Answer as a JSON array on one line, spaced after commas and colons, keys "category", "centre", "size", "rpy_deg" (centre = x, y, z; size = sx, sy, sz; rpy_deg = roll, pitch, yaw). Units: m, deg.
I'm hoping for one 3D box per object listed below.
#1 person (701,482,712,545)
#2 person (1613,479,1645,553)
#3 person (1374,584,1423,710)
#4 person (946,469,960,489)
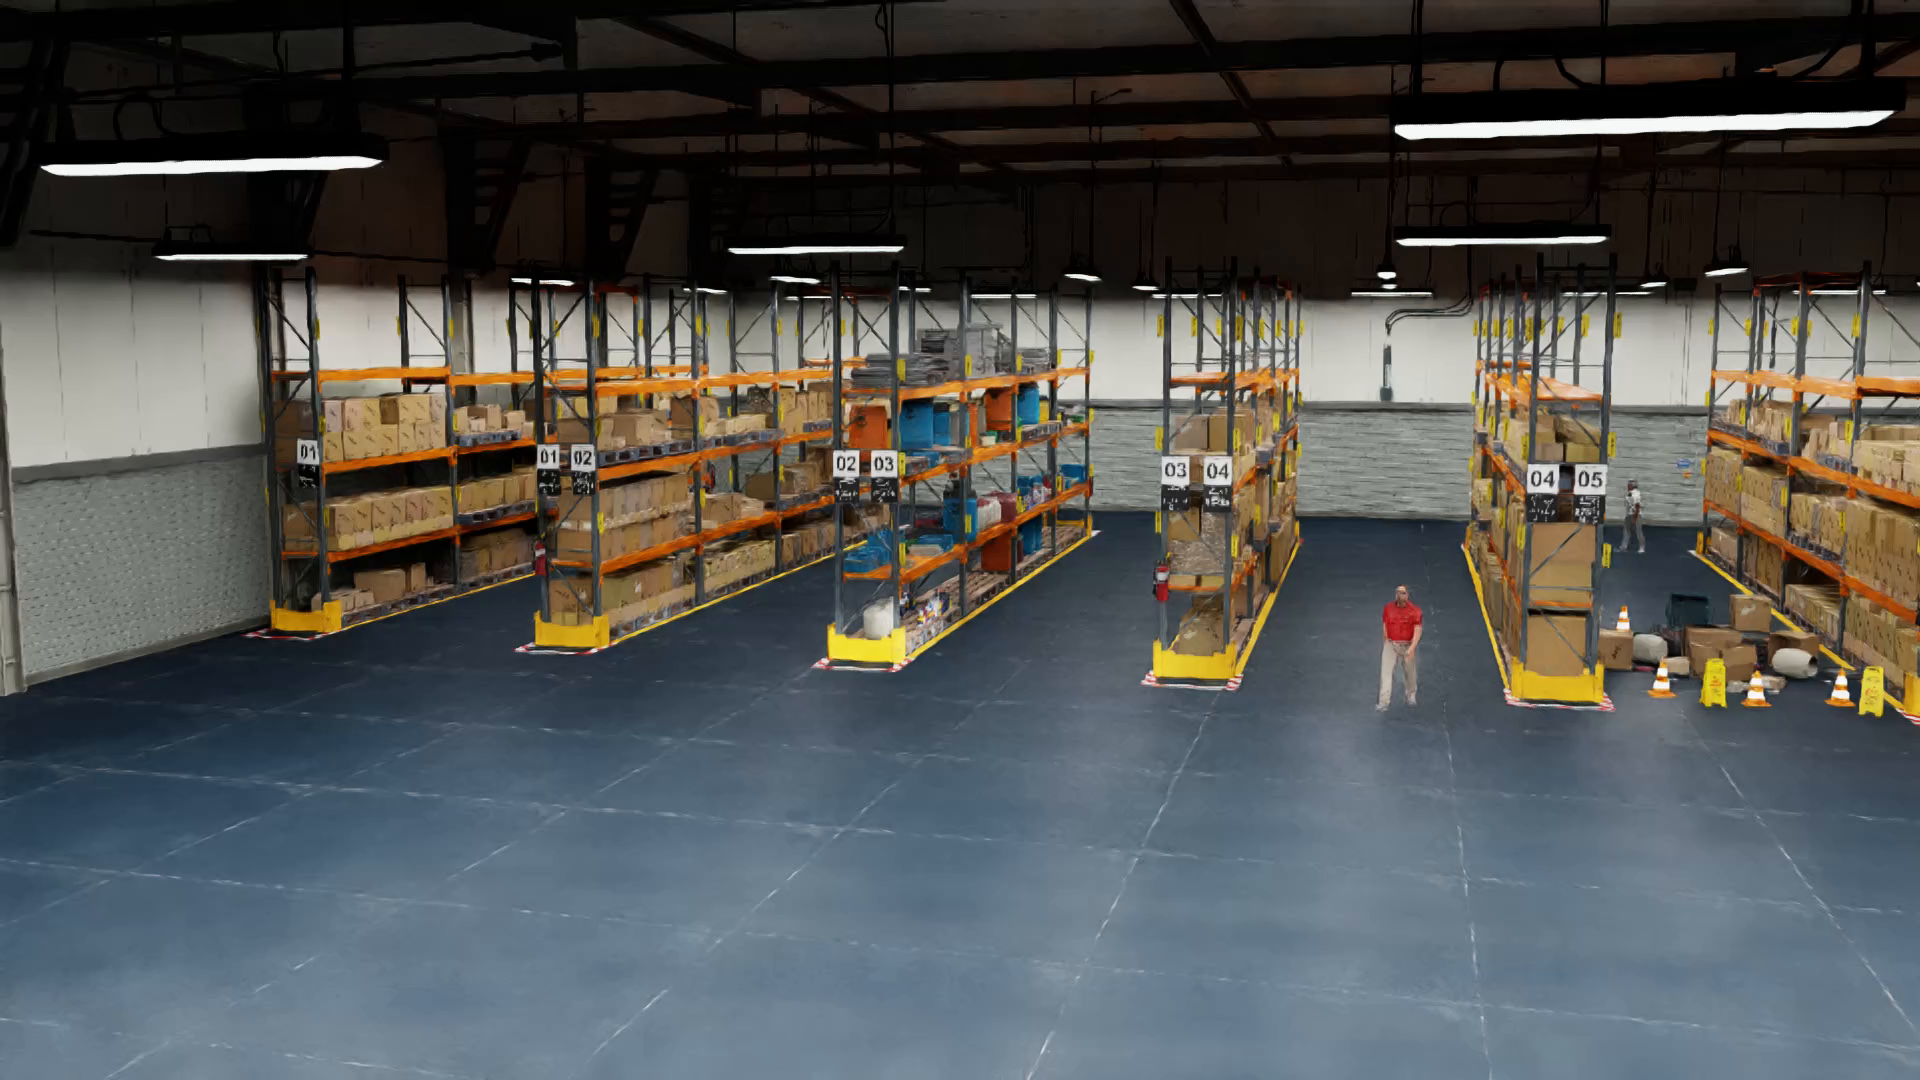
[{"category": "person", "centre": [-5.443, -0.424, 36.150], "size": [0.409, 1.676, 0.532], "rpy_deg": [-2, 8, -16]}, {"category": "person", "centre": [15.035, -0.546, 37.228], "size": [0.600, 1.656, 0.591], "rpy_deg": [0, 7, 0]}, {"category": "person", "centre": [5.802, 1.397, 21.873], "size": [0.534, 1.657, 1.041], "rpy_deg": [3, 8, 24]}, {"category": "person", "centre": [-0.152, -0.830, 39.200], "size": [0.569, 1.709, 0.644], "rpy_deg": [4, 8, 30]}]
